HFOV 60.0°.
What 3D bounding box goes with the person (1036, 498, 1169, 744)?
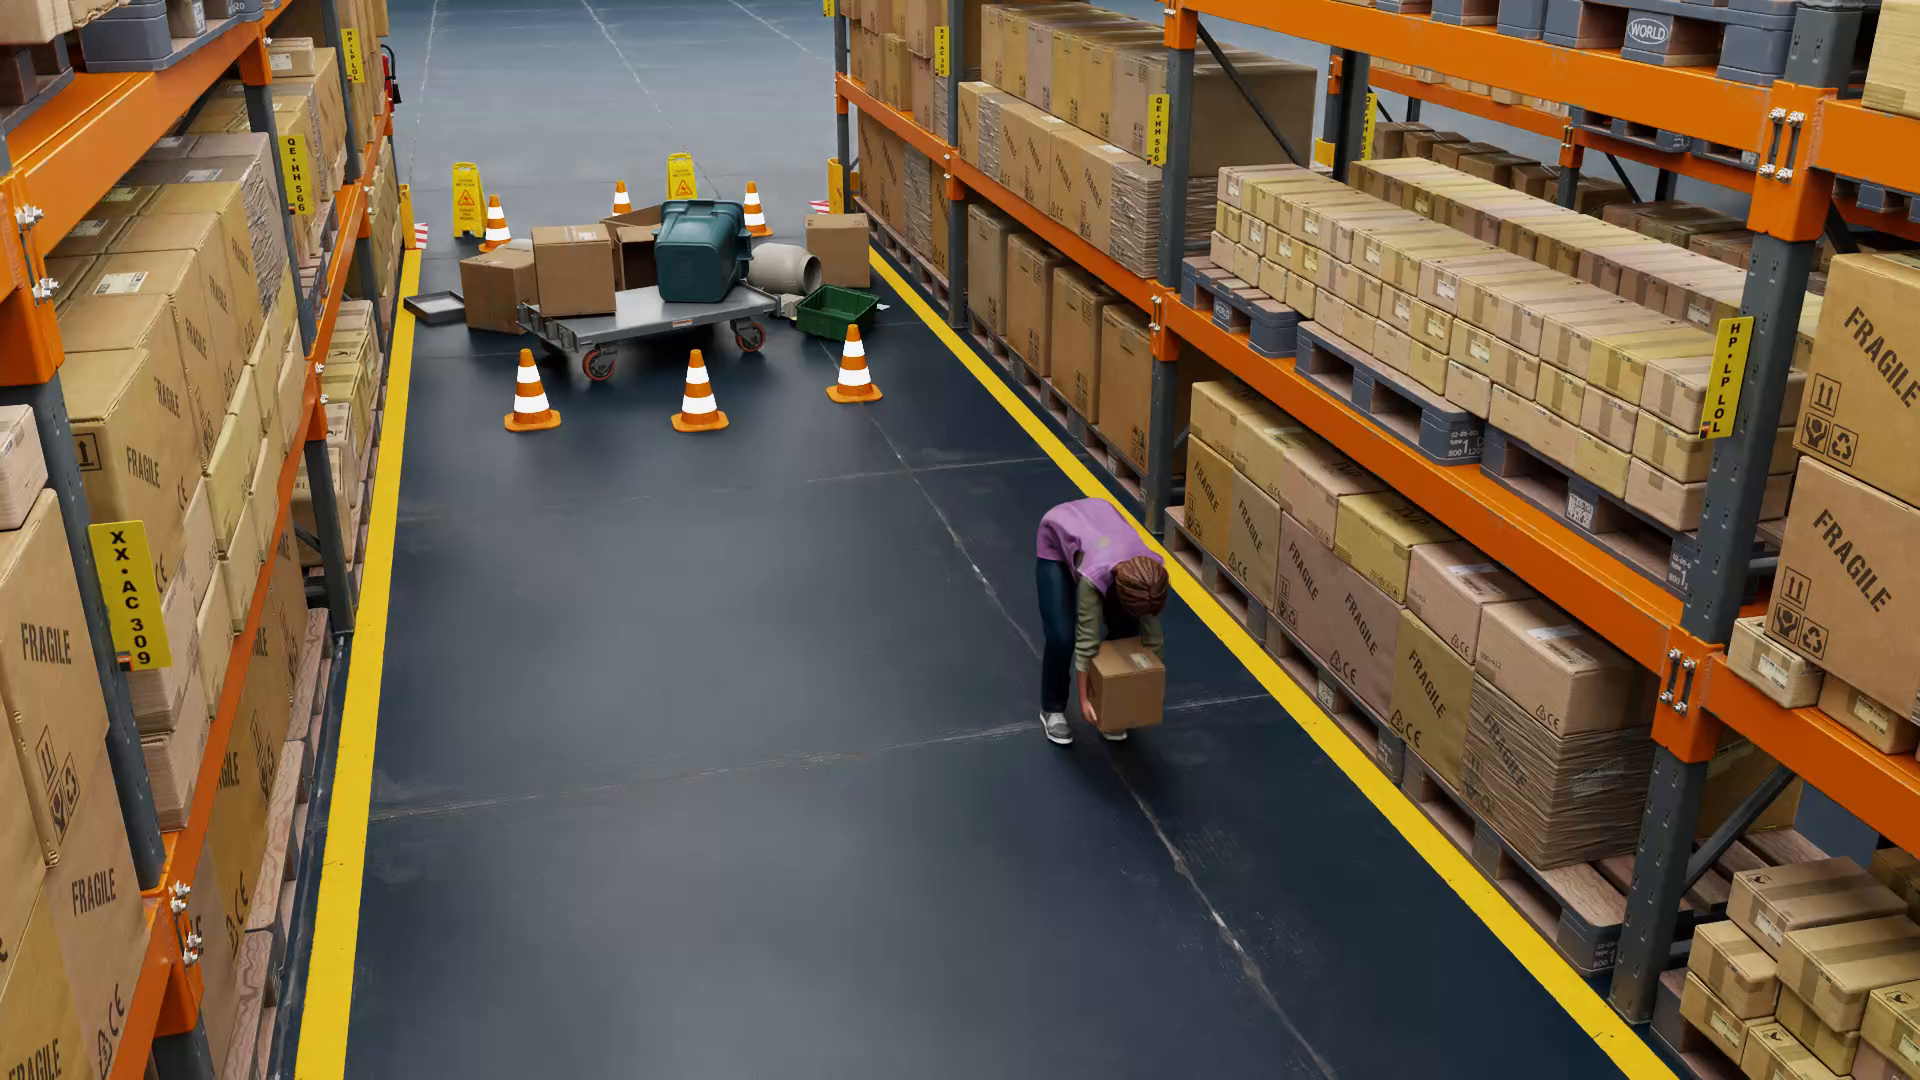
[{"bbox_3d":[0.554,0.388,6.465,0.391,1.001,0.871,-7,24,-16],"label":"person"}]
